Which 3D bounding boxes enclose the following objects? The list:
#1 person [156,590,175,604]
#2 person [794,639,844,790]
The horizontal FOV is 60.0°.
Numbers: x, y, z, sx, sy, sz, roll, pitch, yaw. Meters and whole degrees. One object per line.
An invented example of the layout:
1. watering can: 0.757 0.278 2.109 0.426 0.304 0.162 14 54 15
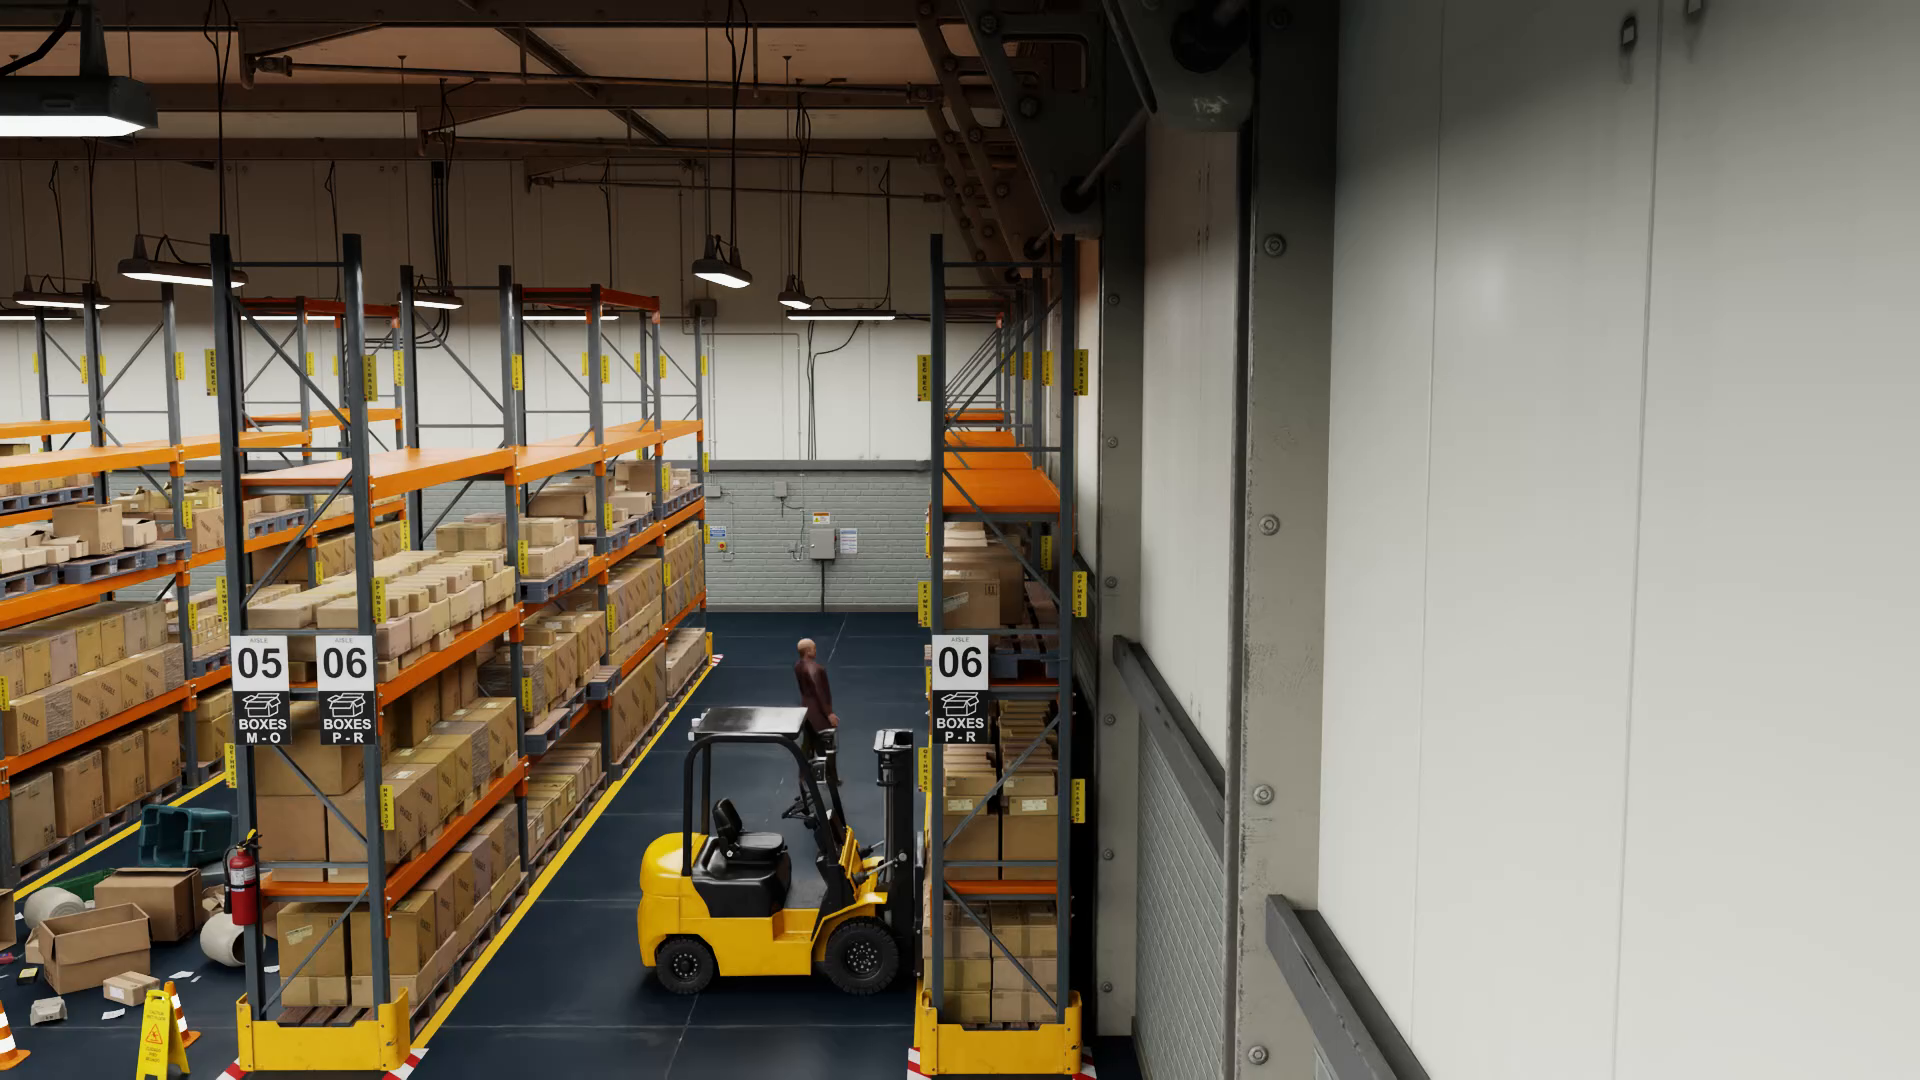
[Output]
1. person: -11.650 1.597 24.497 0.676 1.725 1.045 0 6 -3
2. person: -1.641 2.015 19.404 0.516 1.761 0.639 -5 8 -38
